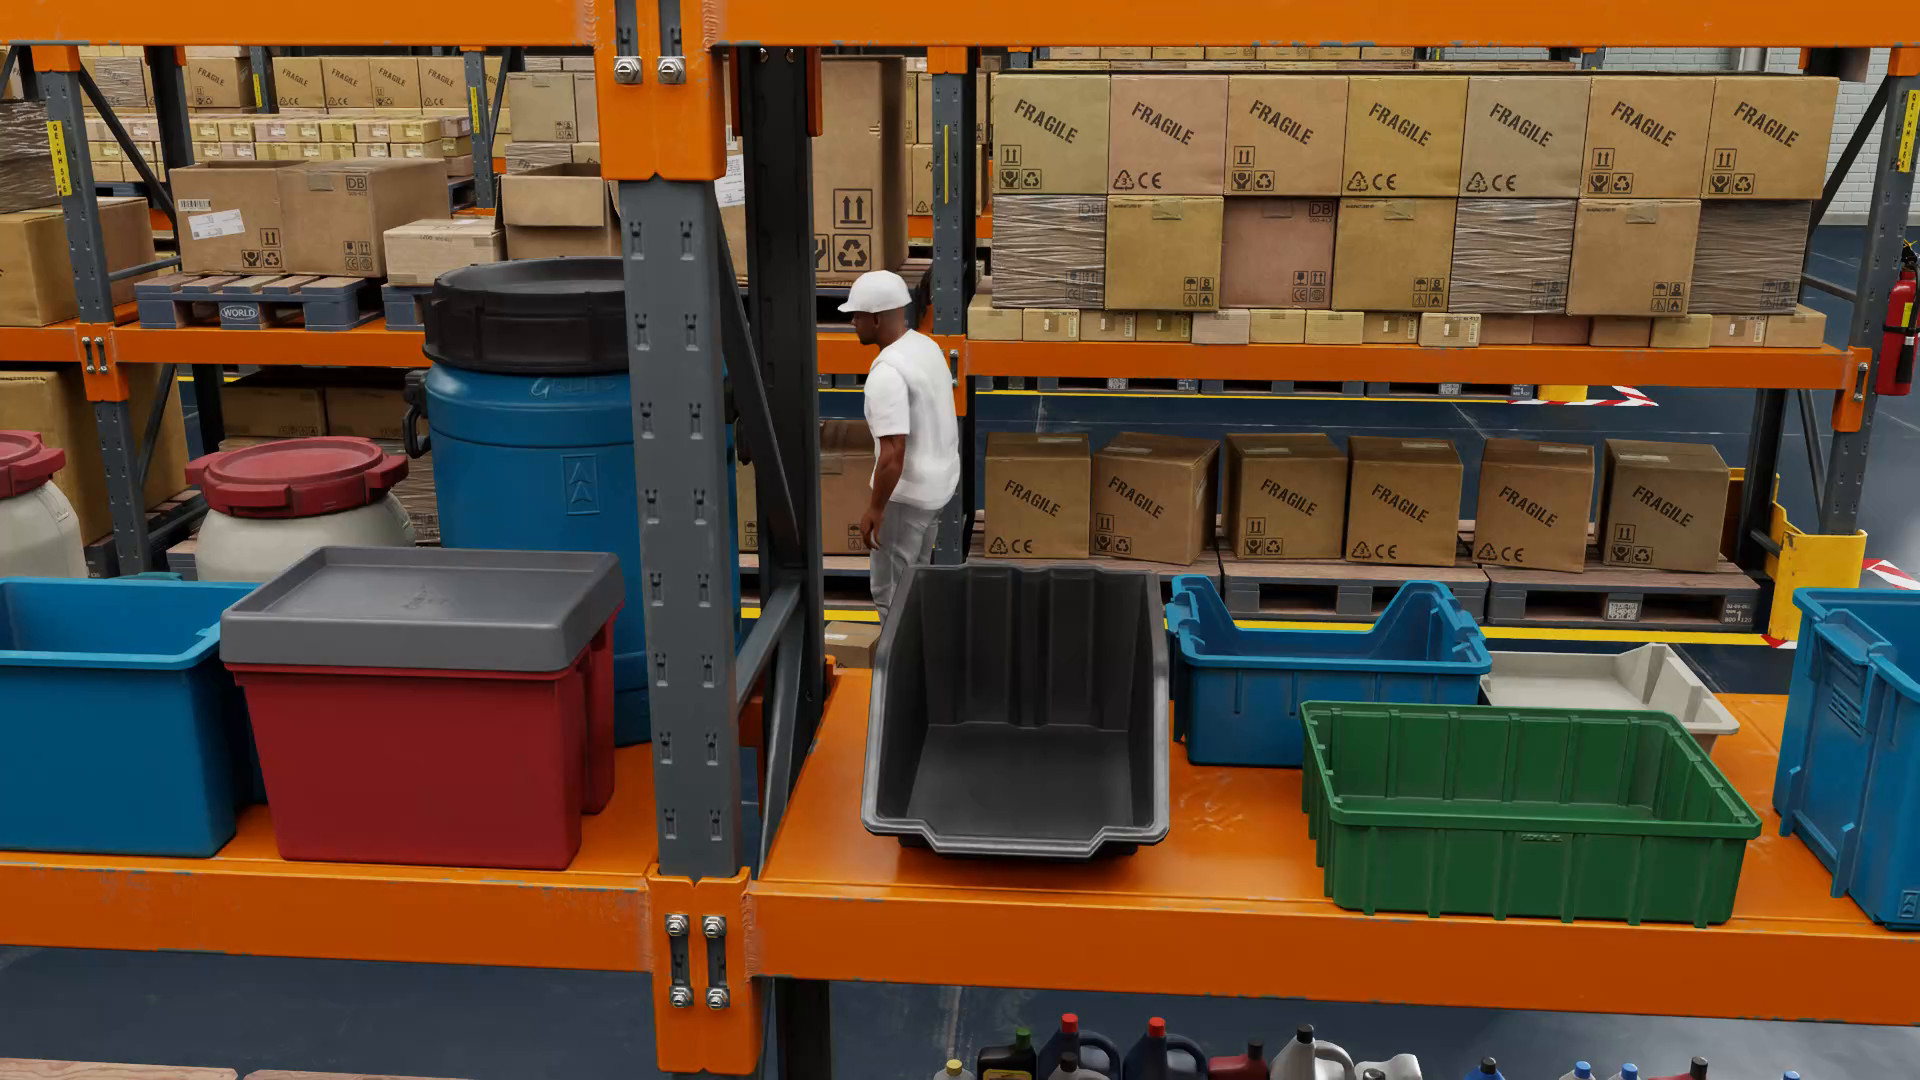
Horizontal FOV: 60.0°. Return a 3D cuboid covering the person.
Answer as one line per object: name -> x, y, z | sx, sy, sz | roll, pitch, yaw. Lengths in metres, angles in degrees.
person -> -0.242, -0.196, 6.644 | 0.462, 1.760, 0.636 | 5, 18, 16
